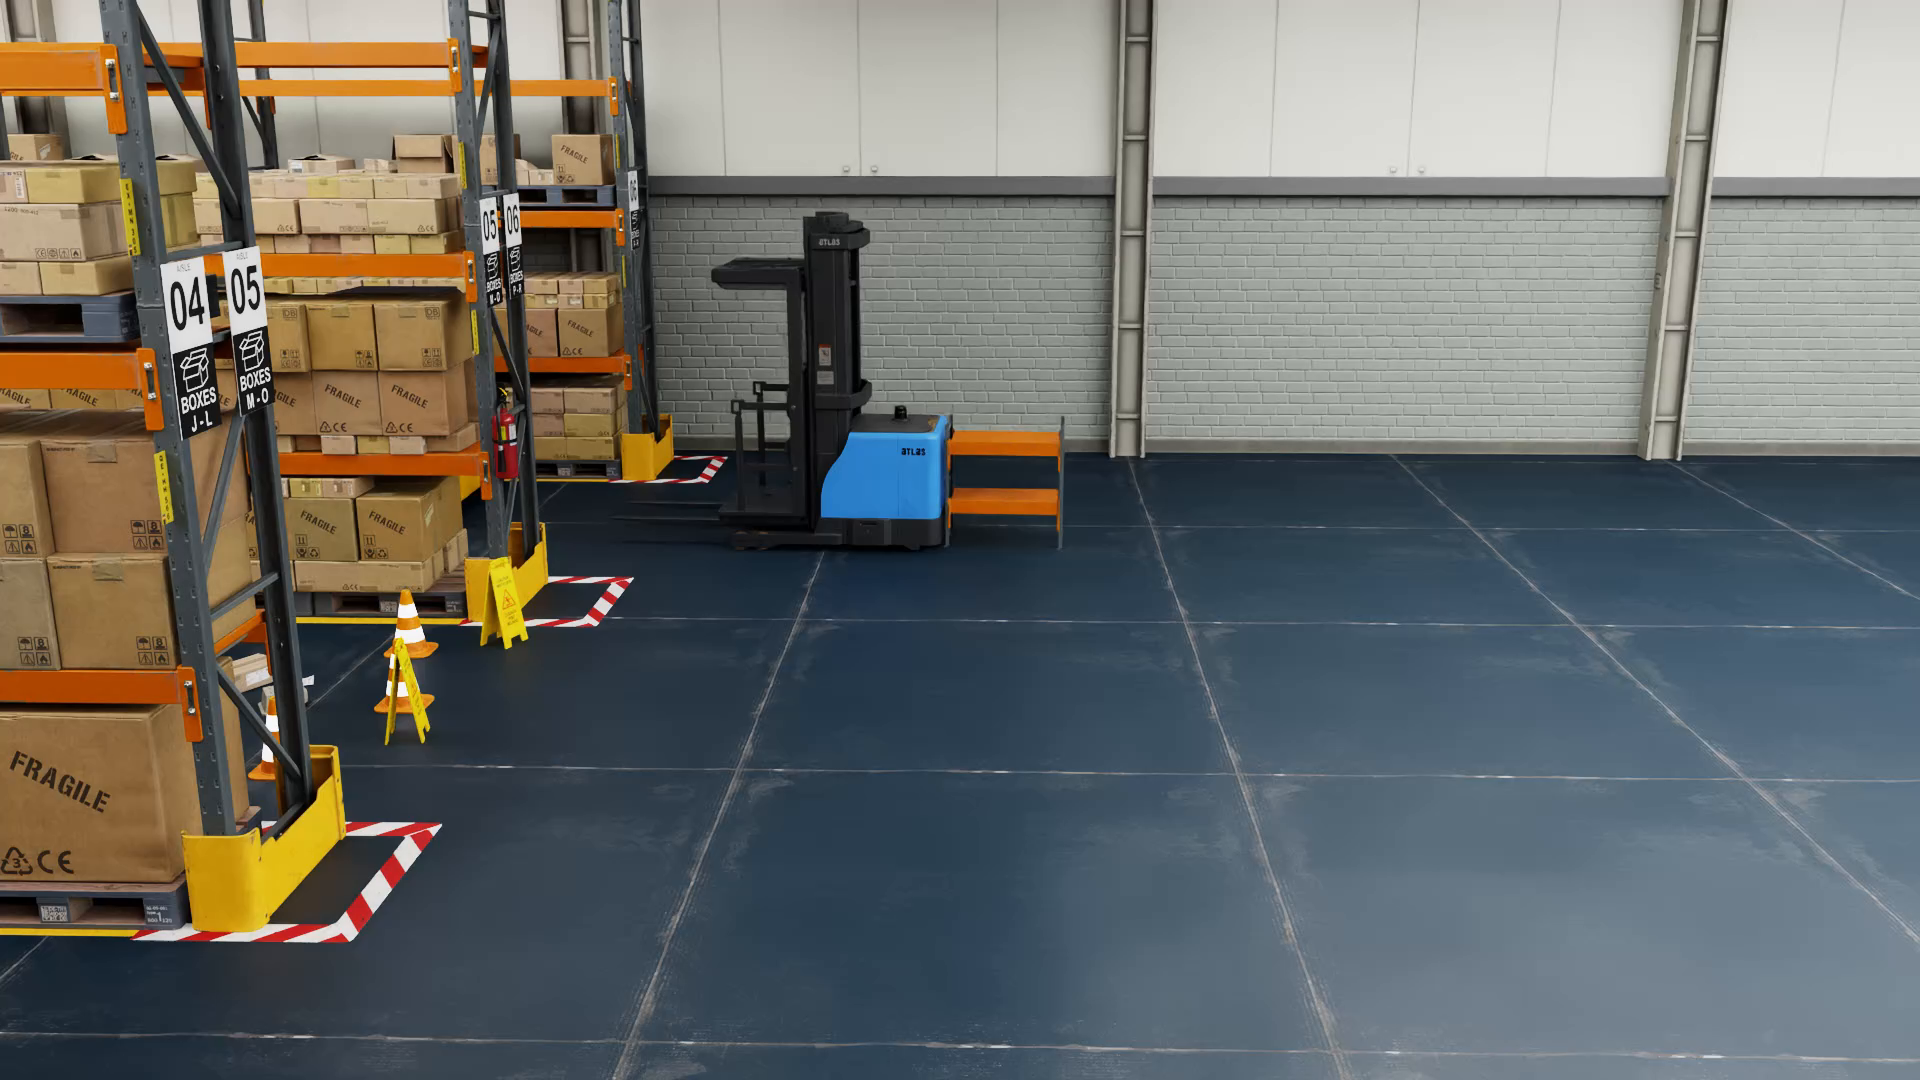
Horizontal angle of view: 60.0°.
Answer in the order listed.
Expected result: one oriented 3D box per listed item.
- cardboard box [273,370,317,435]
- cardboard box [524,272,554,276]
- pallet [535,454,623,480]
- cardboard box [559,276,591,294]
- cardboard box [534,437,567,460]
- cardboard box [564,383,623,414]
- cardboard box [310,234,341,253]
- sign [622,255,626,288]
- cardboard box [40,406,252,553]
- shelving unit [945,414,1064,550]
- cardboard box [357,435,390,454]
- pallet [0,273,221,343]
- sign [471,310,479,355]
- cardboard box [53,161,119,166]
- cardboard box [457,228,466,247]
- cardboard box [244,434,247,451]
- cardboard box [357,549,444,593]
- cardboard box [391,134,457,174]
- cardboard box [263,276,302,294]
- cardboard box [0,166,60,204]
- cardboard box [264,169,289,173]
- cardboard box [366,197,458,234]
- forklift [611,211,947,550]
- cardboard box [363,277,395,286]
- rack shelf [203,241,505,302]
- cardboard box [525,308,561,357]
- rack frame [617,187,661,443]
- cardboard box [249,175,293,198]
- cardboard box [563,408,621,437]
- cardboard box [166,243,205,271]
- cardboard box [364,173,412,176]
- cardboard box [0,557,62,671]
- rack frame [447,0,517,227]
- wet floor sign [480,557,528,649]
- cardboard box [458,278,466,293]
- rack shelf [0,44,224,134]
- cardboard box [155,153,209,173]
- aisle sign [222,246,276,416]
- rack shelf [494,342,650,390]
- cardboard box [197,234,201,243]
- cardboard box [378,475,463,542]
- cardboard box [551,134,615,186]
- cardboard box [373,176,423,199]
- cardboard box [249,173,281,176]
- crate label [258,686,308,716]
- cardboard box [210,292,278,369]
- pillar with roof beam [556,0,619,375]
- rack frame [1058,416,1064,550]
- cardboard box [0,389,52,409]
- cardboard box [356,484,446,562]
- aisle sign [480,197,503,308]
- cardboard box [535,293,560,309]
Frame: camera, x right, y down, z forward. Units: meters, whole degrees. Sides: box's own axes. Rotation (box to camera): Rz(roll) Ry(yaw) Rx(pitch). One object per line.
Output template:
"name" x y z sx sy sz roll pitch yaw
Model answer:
"cardboard box" -5.102 -1.098 12.751 0.500 0.500 0.500 0 15 1
"cardboard box" -4.531 -2.806 17.954 0.250 0.149 0.380 0 15 2
"pallet" -4.194 -0.875 18.154 1.213 0.211 1.003 0 15 1
"cardboard box" -4.039 -2.677 17.468 0.250 0.149 0.380 0 15 2
"cardboard box" -4.403 -1.031 17.845 0.500 0.250 0.500 0 15 1
"cardboard box" -3.897 -1.510 17.700 0.500 0.250 0.500 1 15 3
"cardboard box" -4.681 -2.246 12.495 0.250 0.149 0.380 0 15 2
"sign" -3.456 -2.765 17.118 0.005 0.325 0.100 0 15 1
"cardboard box" -3.947 -0.307 8.125 0.550 0.550 0.875 0 15 1
"shelving unit" 0.408 -0.531 15.056 1.048 1.125 0.538 1 15 4
"cardboard box" -4.443 -0.770 12.783 0.250 0.149 0.380 0 15 0
"pallet" -4.319 -1.110 7.872 1.213 0.211 1.003 0 15 1
"sign" -3.586 -1.535 12.298 0.005 0.325 0.100 0 15 1
"cardboard box" -4.153 -1.752 8.039 0.250 0.149 0.380 0 15 2
"cardboard box" -3.875 -2.377 12.994 0.250 0.149 0.380 0 15 1
"cardboard box" -5.458 -0.805 12.913 0.250 0.149 0.380 0 15 1
"cardboard box" -4.391 0.226 13.080 0.500 0.250 0.500 0 15 1
"cardboard box" -5.482 -3.968 17.307 0.637 0.503 0.797 1 15 3
"cardboard box" -7.116 -2.684 17.491 0.250 0.149 0.380 1 15 3
"cardboard box" -4.172 -1.584 7.404 0.250 0.149 0.380 0 15 2
"cardboard box" -6.986 -3.755 17.197 0.250 0.149 0.380 1 15 3
"cardboard box" -4.070 -2.420 12.373 0.500 0.250 0.500 0 15 1
"forklift" -1.648 -1.457 15.026 3.031 2.935 1.130 1 15 4
"cardboard box" -6.082 -2.683 17.488 0.250 0.149 0.380 0 15 1
"rack shelf" -5.551 -2.079 12.781 4.000 0.370 1.077 0 15 1
"cardboard box" -4.446 -2.220 17.587 0.500 0.500 0.500 1 15 3
"rack frame" -3.429 -2.229 17.820 0.127 3.000 1.000 0 15 1
"cardboard box" -5.167 -2.640 12.426 0.250 0.149 0.380 0 15 0
"cardboard box" -3.923 -1.268 17.763 0.500 0.250 0.500 0 15 1
"cardboard box" -3.912 -1.365 8.136 0.250 0.149 0.380 0 15 2
"cardboard box" -4.402 -2.747 12.832 0.250 0.149 0.380 0 15 1
"cardboard box" -4.499 0.238 8.174 0.550 0.550 0.875 0 15 1
"rack frame" -3.552 -3.864 12.257 0.127 3.000 1.000 0 15 1
"wet floor sign" -3.389 0.449 12.283 0.232 0.644 0.267 6 16 21
"cardboard box" -5.070 -2.667 17.426 0.250 0.149 0.380 1 15 3
"rack shelf" -5.576 -2.073 7.662 4.000 0.370 1.077 0 15 1
"cardboard box" -8.157 -3.857 17.264 0.500 0.311 0.500 0 15 0
"aisle sign" -3.498 -1.034 8.192 0.004 0.787 0.394 0 15 1
"rack shelf" -5.428 -1.895 17.961 4.000 0.370 1.077 0 15 1
"cardboard box" -5.701 -2.244 12.486 0.250 0.149 0.380 0 15 2
"cardboard box" -4.375 -0.275 13.511 0.500 0.500 0.500 0 15 0
"cardboard box" -3.877 -3.920 17.134 0.500 0.500 0.500 1 15 3
"cardboard box" -4.154 -2.616 12.336 0.250 0.149 0.380 1 15 2
"cardboard box" -5.422 -2.750 12.844 0.250 0.149 0.380 1 15 3
"crate label" -4.490 1.043 11.029 0.298 0.136 0.250 -8 17 -28
"cardboard box" -5.581 -1.608 12.725 0.500 0.500 0.700 0 15 1
"pillar with roof beam" -4.212 -4.267 13.782 0.400 9.000 9.100 0 15 1
"rack frame" 0.915 -0.521 15.019 0.032 1.125 0.500 1 15 4
"cardboard box" -7.118 -1.108 12.790 0.500 0.500 0.500 0 15 1
"cardboard box" -4.359 -0.138 12.991 0.500 0.500 0.500 0 15 2
"aisle sign" -3.497 -2.146 12.409 0.004 0.787 0.394 0 15 1
"cardboard box" -4.296 -2.534 17.506 0.250 0.149 0.380 1 15 2
